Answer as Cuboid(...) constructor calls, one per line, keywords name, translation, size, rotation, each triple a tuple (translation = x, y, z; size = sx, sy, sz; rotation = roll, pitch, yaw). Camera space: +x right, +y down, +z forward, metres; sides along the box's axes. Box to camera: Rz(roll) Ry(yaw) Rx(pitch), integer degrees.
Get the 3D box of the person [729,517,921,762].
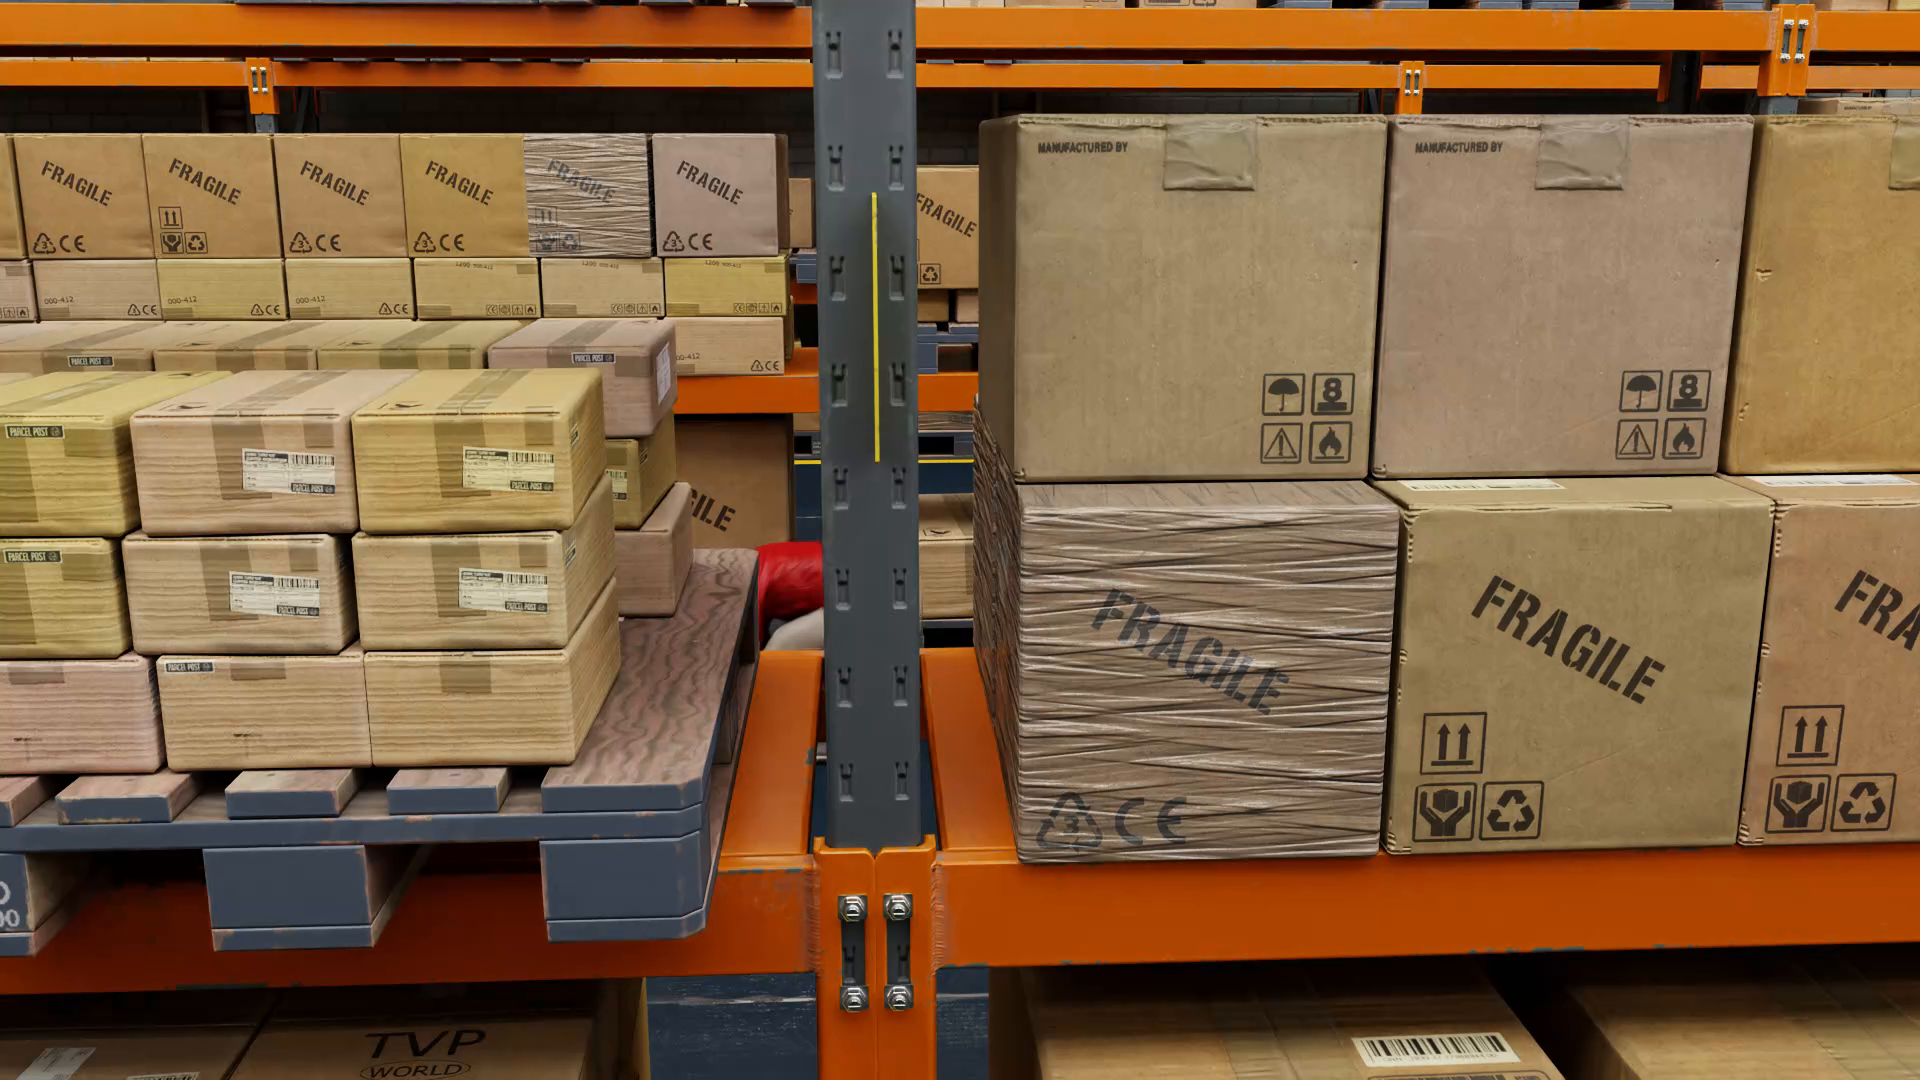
Cuboid(name="person", translation=(-0.633, 0.357, 6.335), size=(0.956, 0.892, 0.543), rotation=(1, 13, 6))
